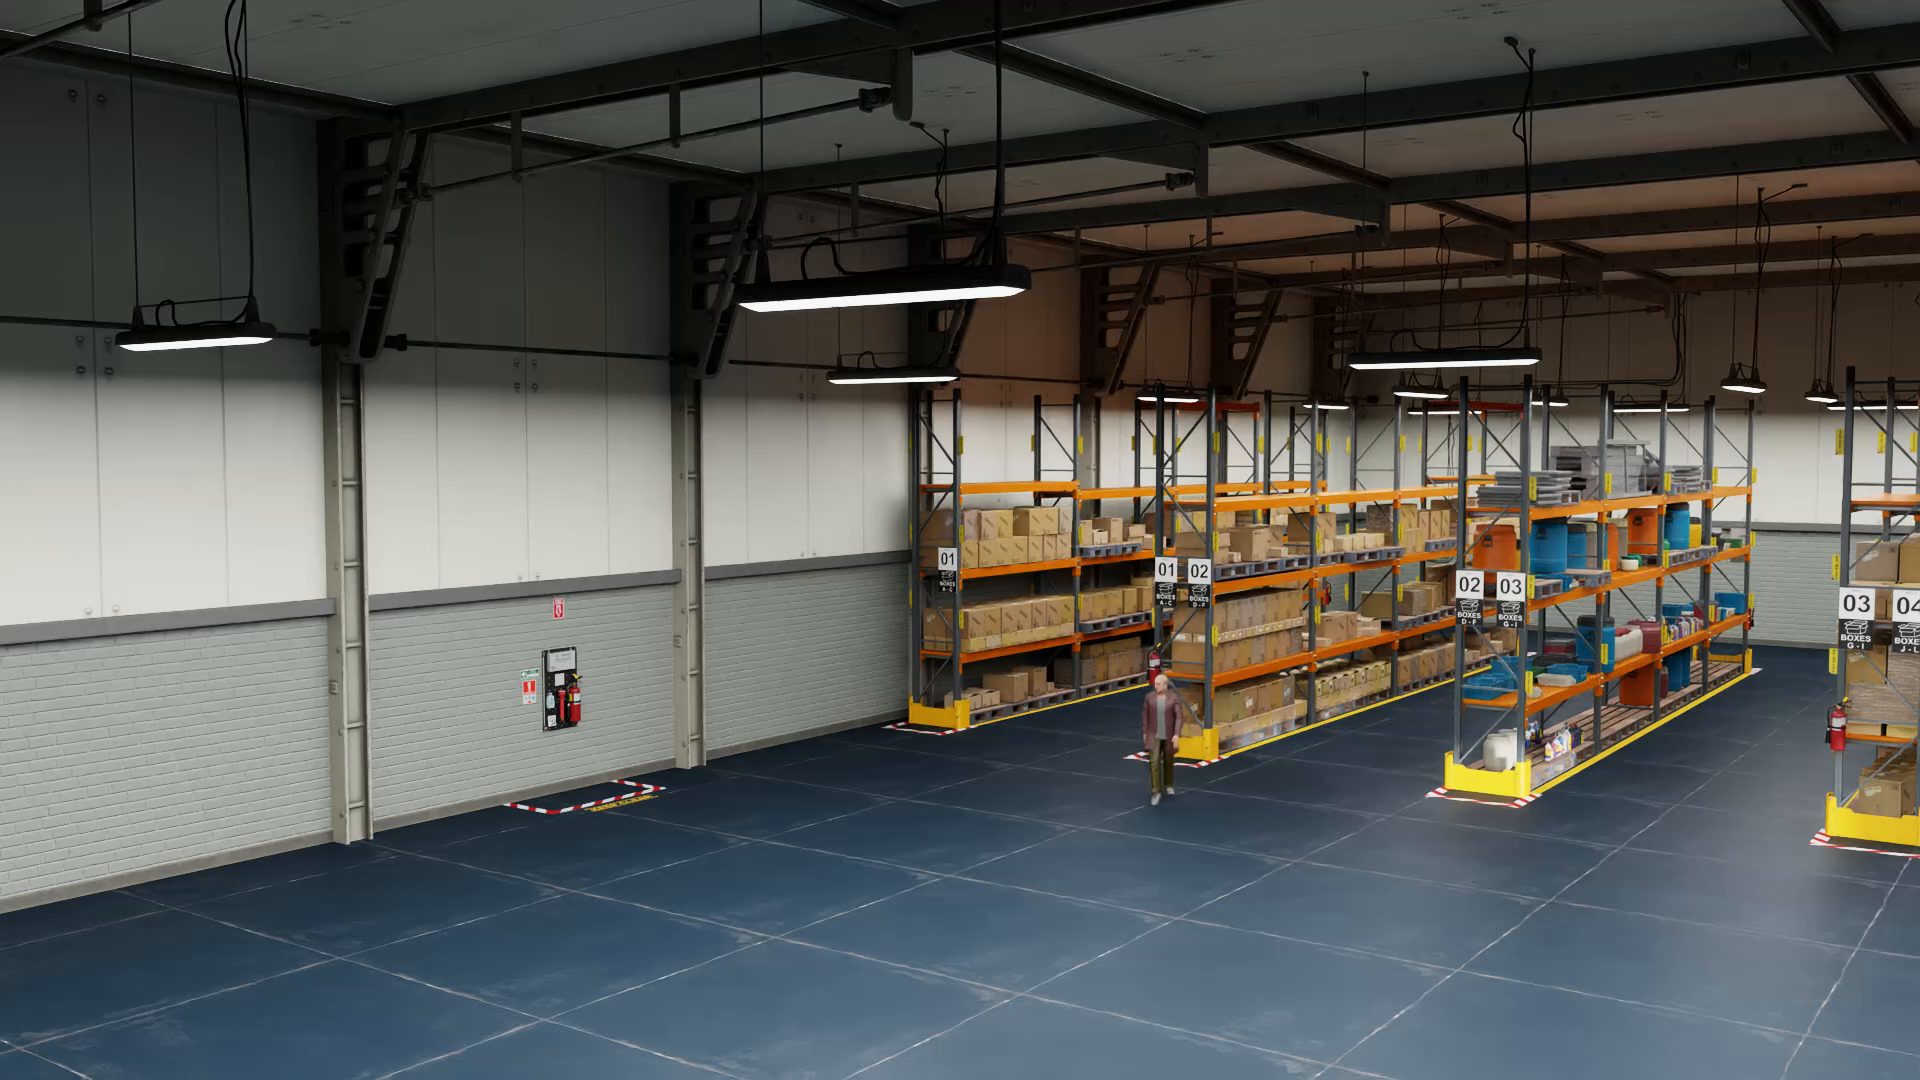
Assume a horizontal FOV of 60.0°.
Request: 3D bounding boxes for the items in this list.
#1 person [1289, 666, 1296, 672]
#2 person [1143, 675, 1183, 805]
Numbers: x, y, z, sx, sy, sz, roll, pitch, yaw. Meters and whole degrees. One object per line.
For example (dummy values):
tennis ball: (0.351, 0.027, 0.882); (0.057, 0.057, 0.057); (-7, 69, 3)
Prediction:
person: (6.737, 2.215, 34.638); (0.495, 1.592, 0.987); (2, 4, 33)
person: (2.831, 2.776, 23.409); (0.605, 1.743, 0.991); (1, 3, 17)
